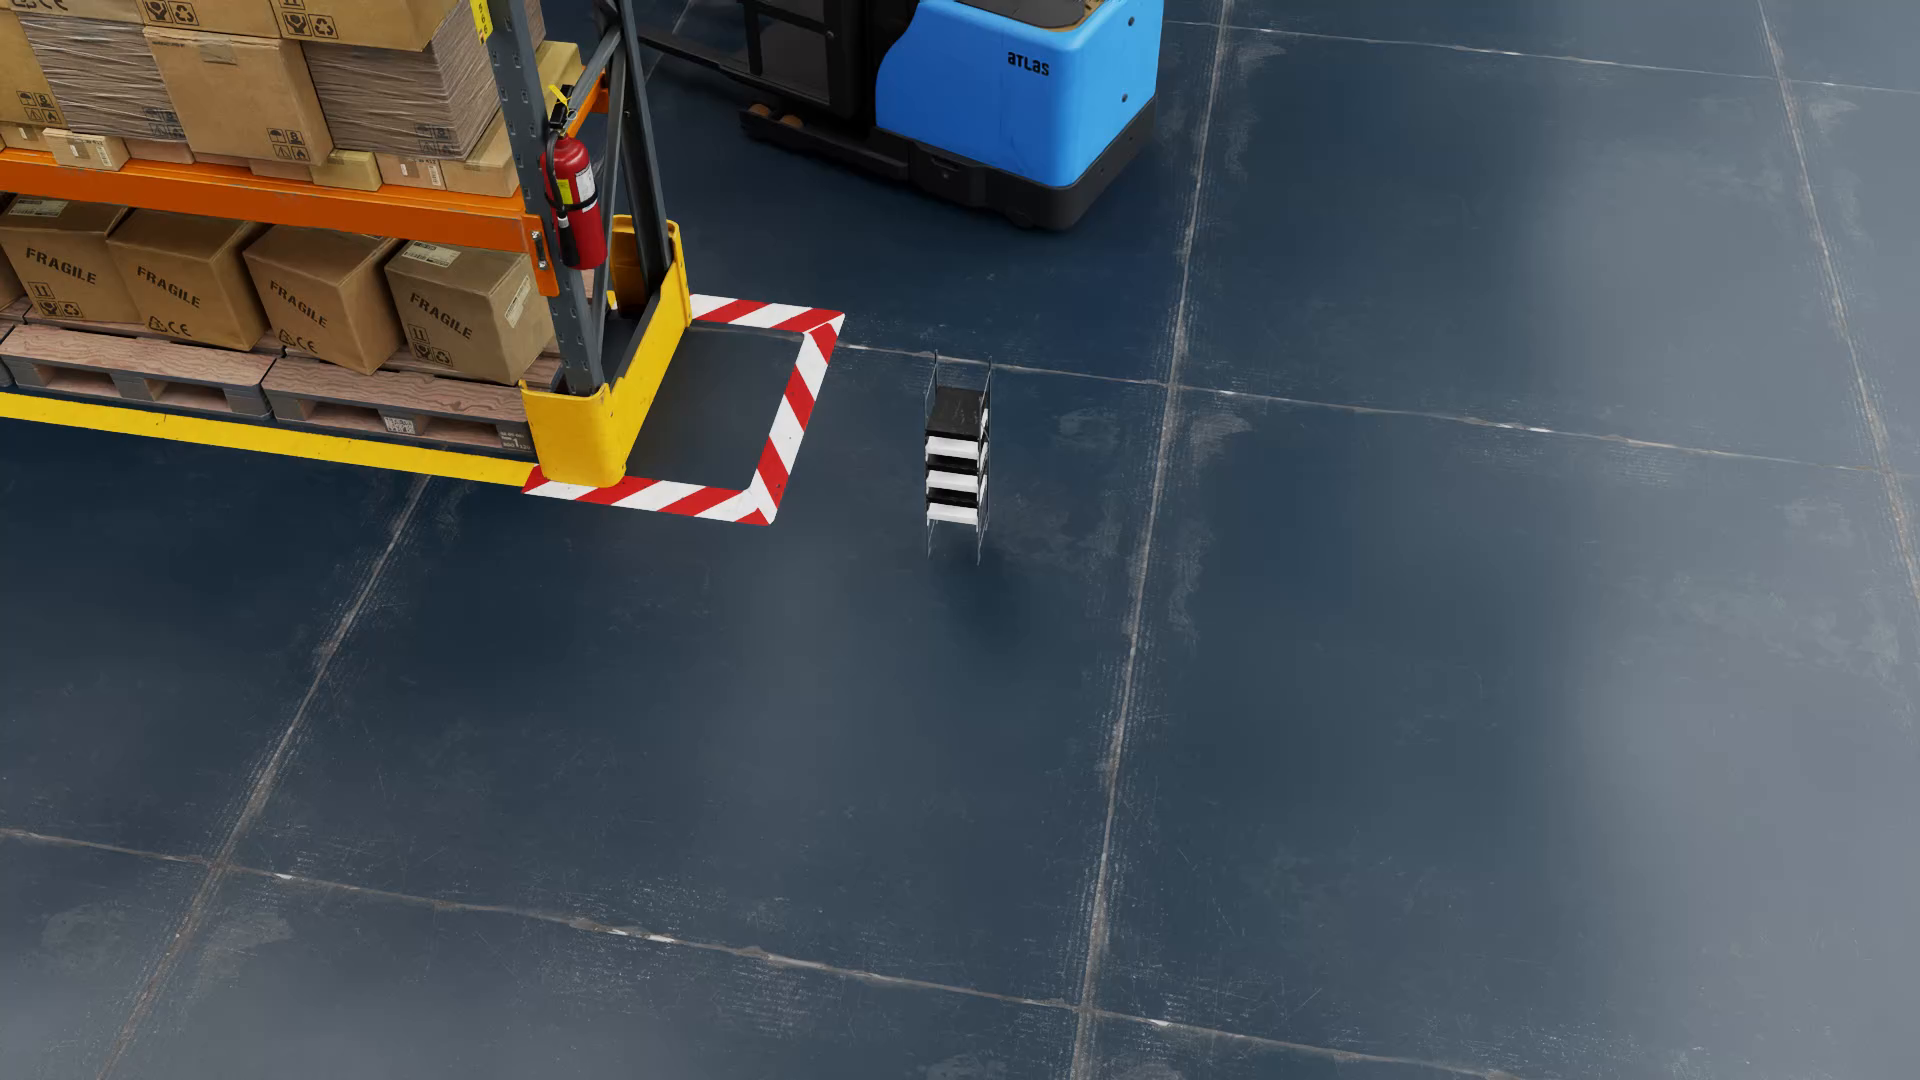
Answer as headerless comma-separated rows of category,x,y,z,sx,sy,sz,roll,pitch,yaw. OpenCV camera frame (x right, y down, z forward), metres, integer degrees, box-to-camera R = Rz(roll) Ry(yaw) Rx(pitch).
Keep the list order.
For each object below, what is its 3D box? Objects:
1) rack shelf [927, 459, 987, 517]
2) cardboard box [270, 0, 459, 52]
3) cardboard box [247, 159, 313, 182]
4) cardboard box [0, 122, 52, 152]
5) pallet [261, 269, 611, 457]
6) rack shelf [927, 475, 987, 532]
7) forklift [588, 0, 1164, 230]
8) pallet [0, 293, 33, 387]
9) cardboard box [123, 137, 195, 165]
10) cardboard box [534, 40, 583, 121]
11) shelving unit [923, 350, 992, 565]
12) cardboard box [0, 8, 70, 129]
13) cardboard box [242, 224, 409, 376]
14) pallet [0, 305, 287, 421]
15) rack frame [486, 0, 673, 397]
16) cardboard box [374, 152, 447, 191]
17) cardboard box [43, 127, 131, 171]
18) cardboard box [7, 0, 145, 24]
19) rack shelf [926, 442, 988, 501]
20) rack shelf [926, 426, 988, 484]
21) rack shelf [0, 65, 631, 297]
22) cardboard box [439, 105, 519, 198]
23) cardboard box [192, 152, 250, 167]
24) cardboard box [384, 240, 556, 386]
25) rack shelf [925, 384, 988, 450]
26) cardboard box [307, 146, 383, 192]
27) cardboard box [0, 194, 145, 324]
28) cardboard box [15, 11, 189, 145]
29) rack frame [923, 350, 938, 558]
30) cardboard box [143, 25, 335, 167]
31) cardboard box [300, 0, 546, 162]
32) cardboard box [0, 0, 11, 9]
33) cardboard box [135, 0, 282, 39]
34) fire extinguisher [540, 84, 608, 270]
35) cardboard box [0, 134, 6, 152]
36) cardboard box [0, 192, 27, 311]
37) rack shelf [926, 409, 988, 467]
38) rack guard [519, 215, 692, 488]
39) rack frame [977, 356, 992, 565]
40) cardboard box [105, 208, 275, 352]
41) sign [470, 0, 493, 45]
rack shelf,-0.008,-0.219,6.480,0.200,0.077,0.258,8,49,7
cardboard box,-2.003,-2.010,5.572,0.500,0.500,0.500,8,49,7
cardboard box,-2.479,-1.527,6.247,0.250,0.149,0.380,8,49,7
cardboard box,-3.463,-1.660,6.366,0.250,0.149,0.380,8,49,7
pallet,-2.285,-0.863,7.355,1.213,0.211,1.003,8,49,7
rack shelf,-0.008,-0.159,6.547,0.200,0.077,0.258,8,49,7
forklift,-0.538,-3.294,7.712,3.031,2.935,1.130,24,52,20
pallet,-4.687,-1.186,7.645,1.213,0.211,1.003,8,49,7
cardboard box,-2.968,-1.607,6.319,0.250,0.149,0.380,8,49,7
cardboard box,-1.656,-1.780,6.473,0.250,0.149,0.380,8,49,7
shelving unit,-0.008,-0.302,6.388,0.210,0.900,0.258,8,49,7
cardboard box,-3.442,-2.028,6.260,0.500,0.500,0.875,8,49,7
cardboard box,-2.623,-1.105,7.097,0.500,0.500,0.500,19,51,17
pallet,-3.482,-1.026,7.502,1.213,0.211,1.003,8,49,7
rack frame,-1.418,-1.652,6.189,0.127,3.000,1.000,8,49,7
cardboard box,-1.981,-1.488,6.211,0.250,0.149,0.380,8,49,7
cardboard box,-3.229,-1.576,6.290,0.250,0.149,0.380,8,49,7
cardboard box,-2.987,-2.140,5.689,0.500,0.500,0.500,8,49,7
rack shelf,-0.008,-0.280,6.413,0.200,0.077,0.258,8,49,7
rack shelf,-0.008,-0.340,6.346,0.200,0.077,0.258,8,49,7
rack shelf,-3.386,-1.676,6.695,4.000,0.370,1.077,8,49,7
cardboard box,-1.735,-1.454,6.181,0.250,0.149,0.380,8,49,7
cardboard box,-2.718,-1.591,6.304,0.250,0.149,0.380,8,49,7
cardboard box,-2.029,-1.051,7.048,0.500,0.500,0.500,16,50,14
rack shelf,-0.008,-0.460,6.212,0.200,0.077,0.258,8,49,7
cardboard box,-2.236,-1.483,6.207,0.250,0.149,0.380,8,49,7
cardboard box,-3.777,-1.309,7.279,0.500,0.500,0.500,4,48,3
cardboard box,-2.952,-1.953,6.193,0.500,0.500,0.875,8,49,7
rack frame,-0.108,-0.315,6.400,0.006,0.900,0.240,8,49,7
cardboard box,-2.467,-1.856,6.105,0.500,0.500,0.875,8,49,7
cardboard box,-1.954,-1.877,6.125,0.500,0.500,0.875,8,49,7
cardboard box,-3.478,-2.212,5.754,0.500,0.500,0.500,8,49,7
cardboard box,-2.496,-2.072,5.628,0.500,0.500,0.500,8,49,7
fire extinguisher,-1.387,-1.273,5.901,0.183,0.674,0.296,8,49,7
cardboard box,-3.717,-1.659,6.365,0.250,0.149,0.380,8,49,7
cardboard box,-4.402,-1.333,7.301,0.500,0.500,0.500,22,52,19
rack shelf,-0.008,-0.400,6.279,0.200,0.077,0.258,8,49,7
rack guard,-1.492,-0.826,7.128,0.348,0.500,1.175,8,49,7
rack frame,0.092,-0.288,6.376,0.006,0.900,0.240,8,49,7
cardboard box,-3.236,-1.202,7.184,0.500,0.500,0.500,12,49,10
sign,-1.536,-1.741,5.278,0.005,0.325,0.100,8,49,7
